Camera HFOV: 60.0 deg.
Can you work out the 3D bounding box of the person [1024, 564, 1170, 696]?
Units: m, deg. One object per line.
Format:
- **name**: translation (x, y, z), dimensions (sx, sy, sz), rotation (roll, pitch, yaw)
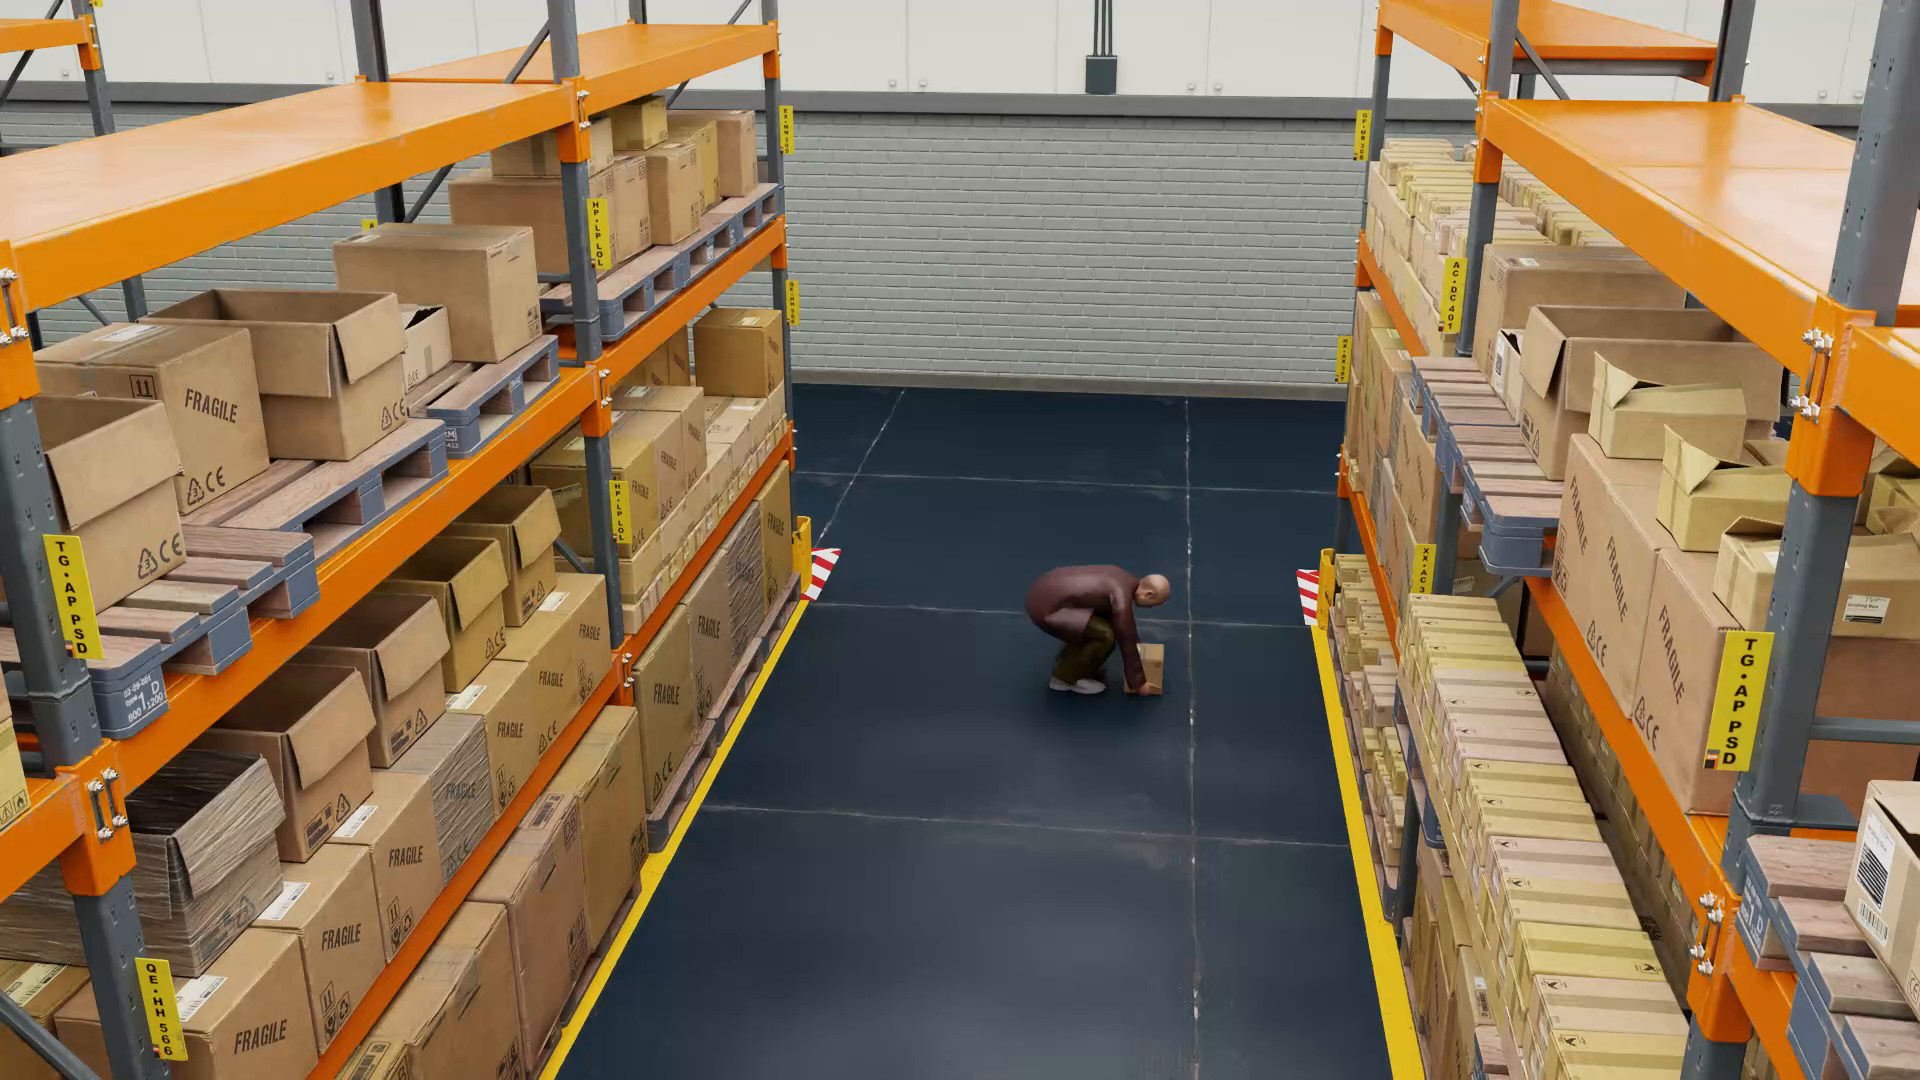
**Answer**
- **person**: translation (0.896, 0.587, 10.943), dimensions (0.947, 0.834, 0.572), rotation (2, 21, 5)
